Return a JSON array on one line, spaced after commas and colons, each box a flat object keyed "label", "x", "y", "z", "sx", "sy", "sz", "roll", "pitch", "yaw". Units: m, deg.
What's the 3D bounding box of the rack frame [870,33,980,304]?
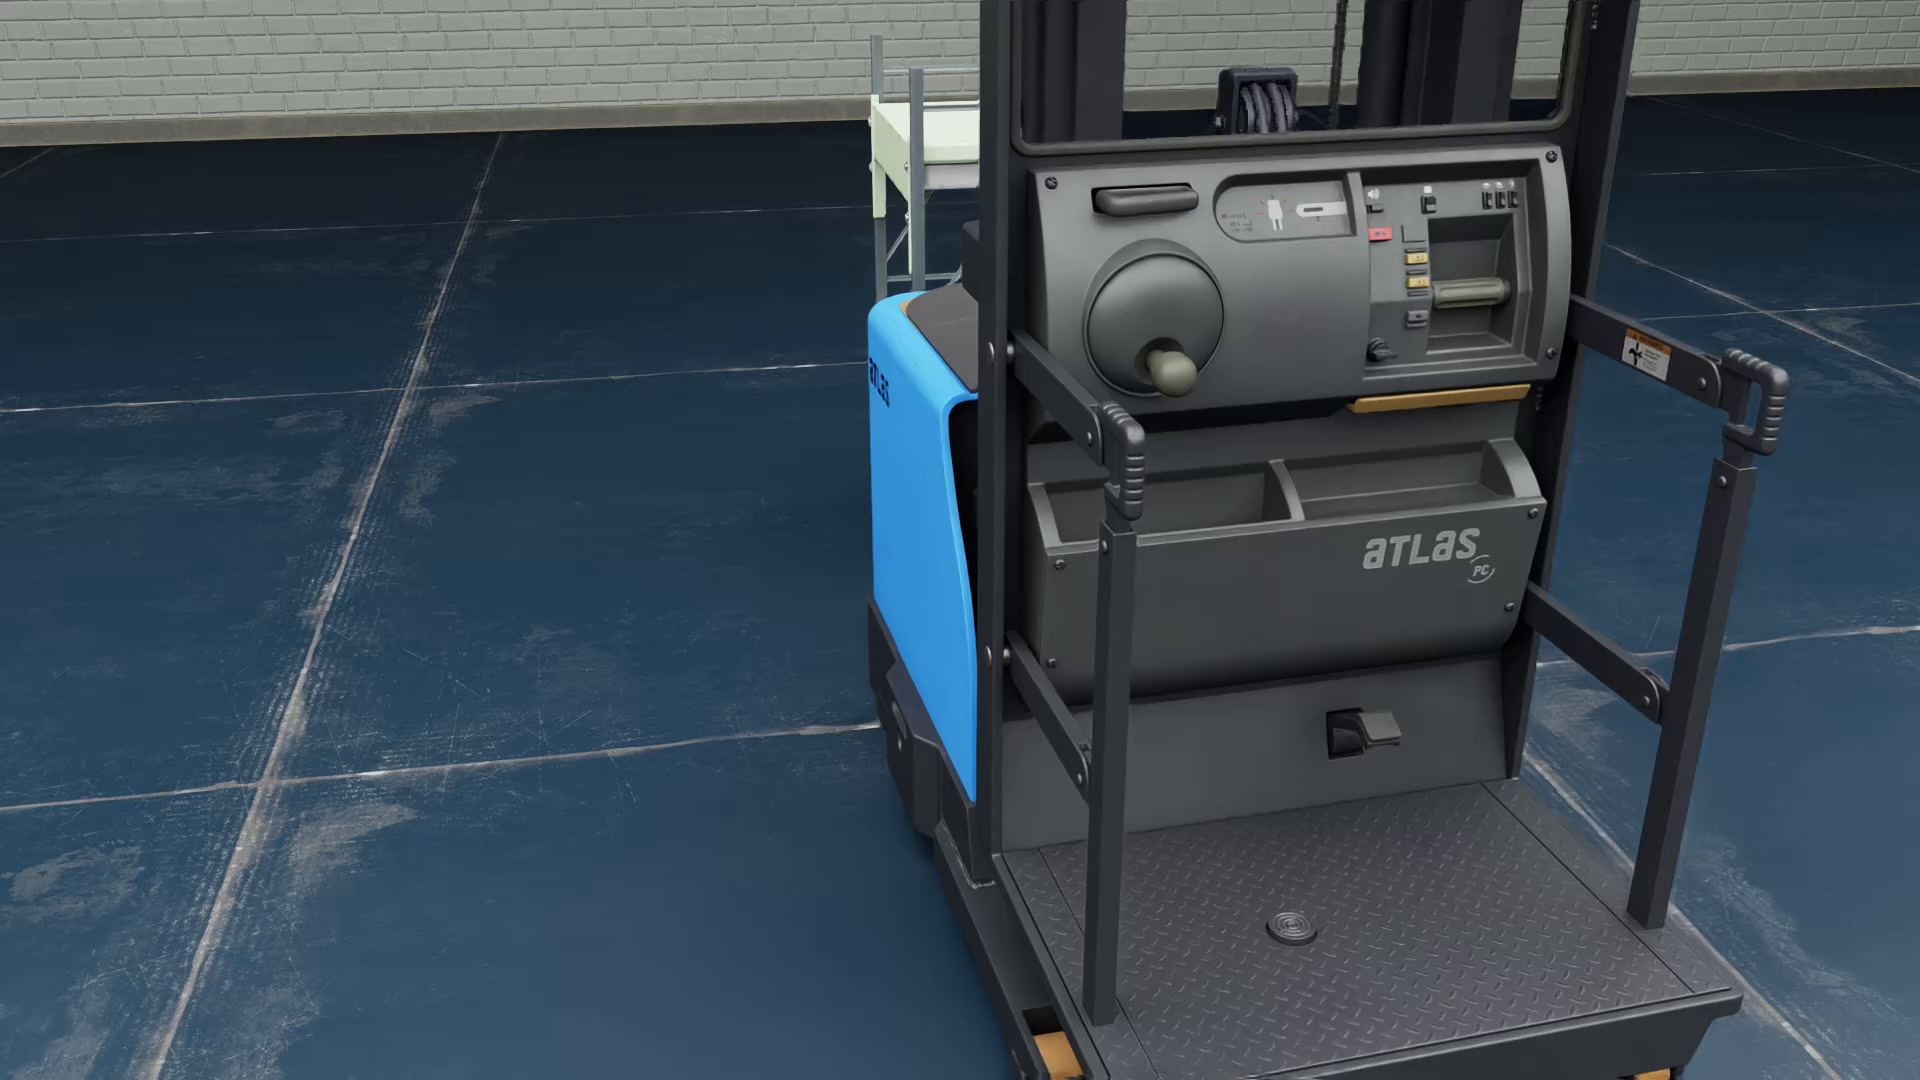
[{"label": "rack frame", "x": -0.069, "y": -0.834, "z": 5.285, "sx": 0.400, "sy": 1.500, "sz": 0.023, "roll": -4, "pitch": 24, "yaw": -10}]

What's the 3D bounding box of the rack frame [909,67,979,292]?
[{"label": "rack frame", "x": 0.066, "y": -0.546, "z": 4.626, "sx": 0.400, "sy": 1.500, "sz": 0.023, "roll": -4, "pitch": 24, "yaw": -10}]

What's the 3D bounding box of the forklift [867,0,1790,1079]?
[{"label": "forklift", "x": 0.630, "y": -0.414, "z": 2.536, "sx": 1.130, "sy": 2.935, "sz": 3.031, "roll": -6, "pitch": 24, "yaw": -13}]

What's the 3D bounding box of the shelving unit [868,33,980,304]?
[{"label": "shelving unit", "x": -0.001, "y": -0.690, "z": 4.956, "sx": 0.431, "sy": 1.500, "sz": 0.755, "roll": -4, "pitch": 24, "yaw": -10}]

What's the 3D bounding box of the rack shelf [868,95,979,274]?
[{"label": "rack shelf", "x": -0.001, "y": -1.048, "z": 4.800, "sx": 0.431, "sy": 0.370, "sz": 0.720, "roll": -4, "pitch": 24, "yaw": -10}]
